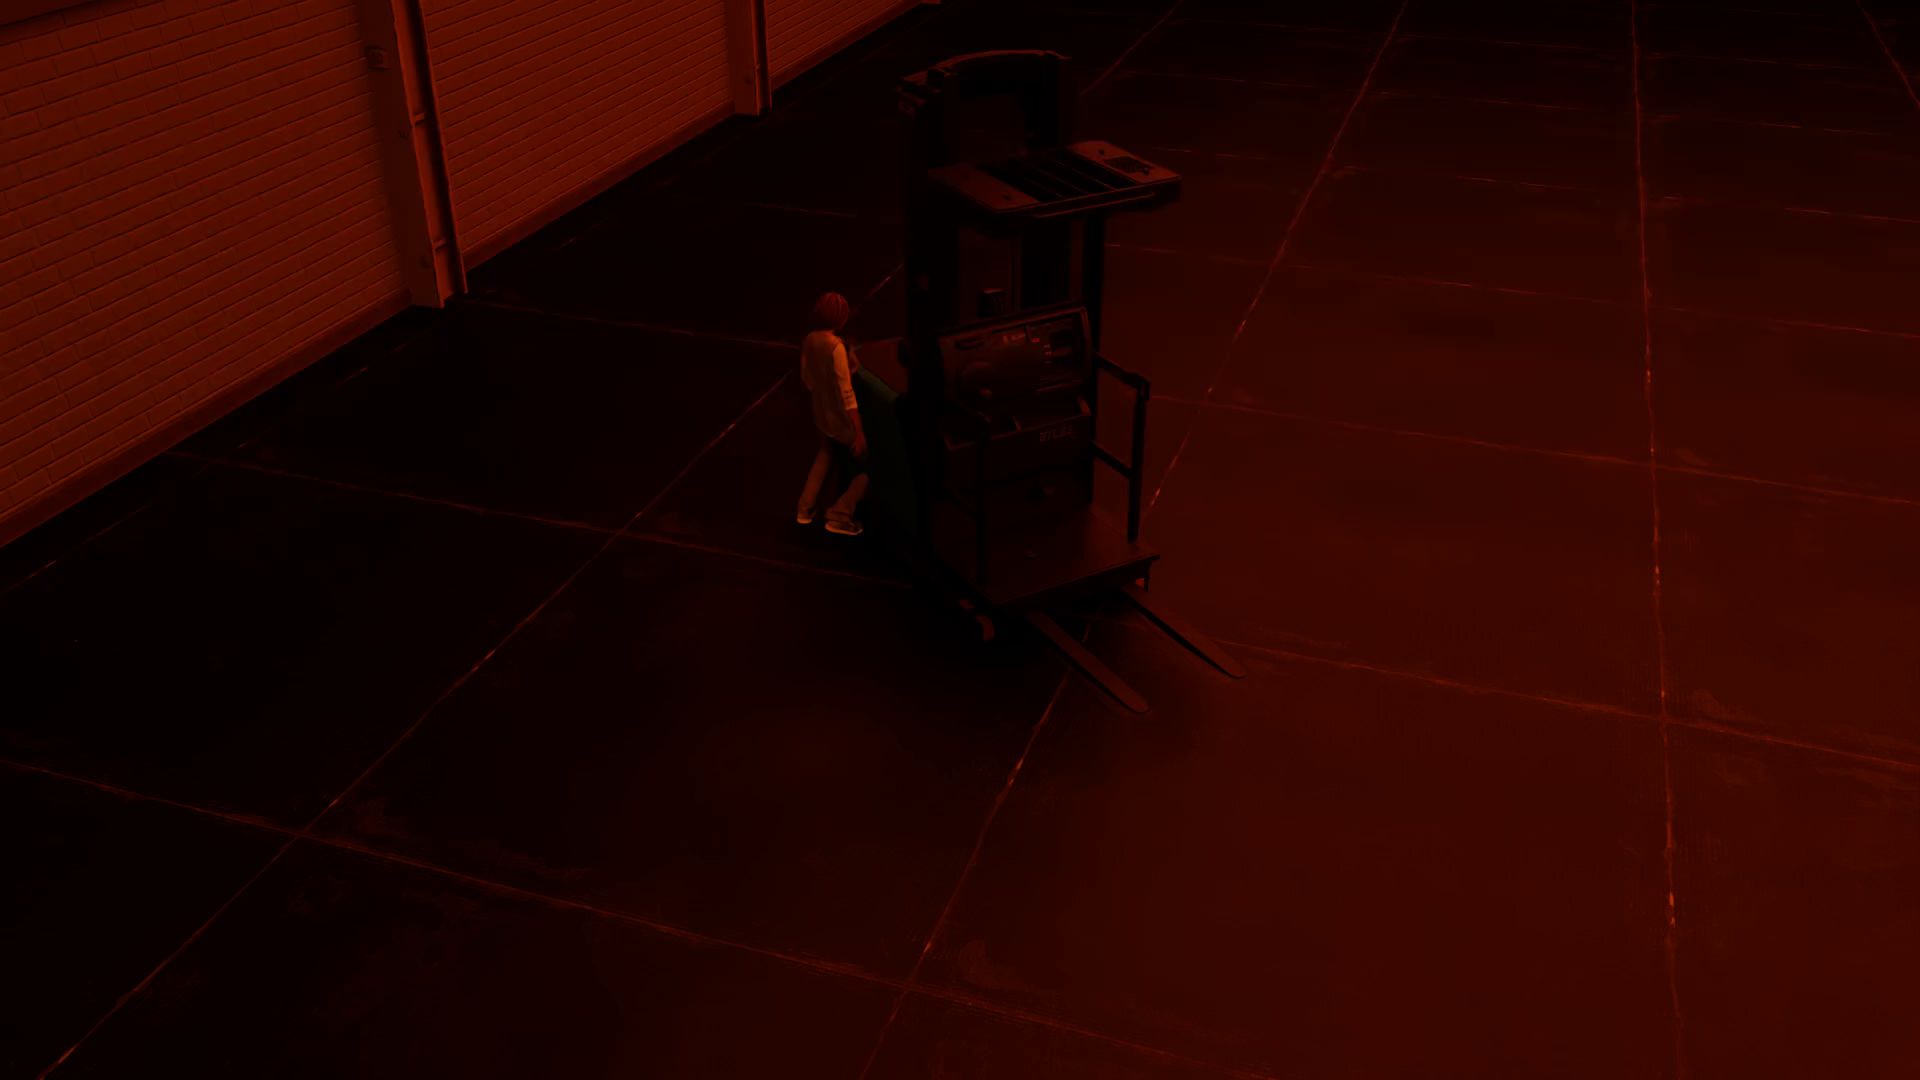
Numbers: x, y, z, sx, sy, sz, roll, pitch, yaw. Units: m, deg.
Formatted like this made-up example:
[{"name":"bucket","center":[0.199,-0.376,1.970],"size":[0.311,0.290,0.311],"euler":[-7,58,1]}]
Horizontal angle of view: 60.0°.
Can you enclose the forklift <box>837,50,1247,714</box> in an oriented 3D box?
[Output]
[{"name":"forklift","center":[0.412,-0.961,8.821],"size":[1.130,2.935,3.031],"euler":[-16,33,-26]}]

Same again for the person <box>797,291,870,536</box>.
[{"name":"person","center":[-0.712,-0.720,9.865],"size":[0.452,1.500,0.763],"euler":[-17,34,-27]}]
